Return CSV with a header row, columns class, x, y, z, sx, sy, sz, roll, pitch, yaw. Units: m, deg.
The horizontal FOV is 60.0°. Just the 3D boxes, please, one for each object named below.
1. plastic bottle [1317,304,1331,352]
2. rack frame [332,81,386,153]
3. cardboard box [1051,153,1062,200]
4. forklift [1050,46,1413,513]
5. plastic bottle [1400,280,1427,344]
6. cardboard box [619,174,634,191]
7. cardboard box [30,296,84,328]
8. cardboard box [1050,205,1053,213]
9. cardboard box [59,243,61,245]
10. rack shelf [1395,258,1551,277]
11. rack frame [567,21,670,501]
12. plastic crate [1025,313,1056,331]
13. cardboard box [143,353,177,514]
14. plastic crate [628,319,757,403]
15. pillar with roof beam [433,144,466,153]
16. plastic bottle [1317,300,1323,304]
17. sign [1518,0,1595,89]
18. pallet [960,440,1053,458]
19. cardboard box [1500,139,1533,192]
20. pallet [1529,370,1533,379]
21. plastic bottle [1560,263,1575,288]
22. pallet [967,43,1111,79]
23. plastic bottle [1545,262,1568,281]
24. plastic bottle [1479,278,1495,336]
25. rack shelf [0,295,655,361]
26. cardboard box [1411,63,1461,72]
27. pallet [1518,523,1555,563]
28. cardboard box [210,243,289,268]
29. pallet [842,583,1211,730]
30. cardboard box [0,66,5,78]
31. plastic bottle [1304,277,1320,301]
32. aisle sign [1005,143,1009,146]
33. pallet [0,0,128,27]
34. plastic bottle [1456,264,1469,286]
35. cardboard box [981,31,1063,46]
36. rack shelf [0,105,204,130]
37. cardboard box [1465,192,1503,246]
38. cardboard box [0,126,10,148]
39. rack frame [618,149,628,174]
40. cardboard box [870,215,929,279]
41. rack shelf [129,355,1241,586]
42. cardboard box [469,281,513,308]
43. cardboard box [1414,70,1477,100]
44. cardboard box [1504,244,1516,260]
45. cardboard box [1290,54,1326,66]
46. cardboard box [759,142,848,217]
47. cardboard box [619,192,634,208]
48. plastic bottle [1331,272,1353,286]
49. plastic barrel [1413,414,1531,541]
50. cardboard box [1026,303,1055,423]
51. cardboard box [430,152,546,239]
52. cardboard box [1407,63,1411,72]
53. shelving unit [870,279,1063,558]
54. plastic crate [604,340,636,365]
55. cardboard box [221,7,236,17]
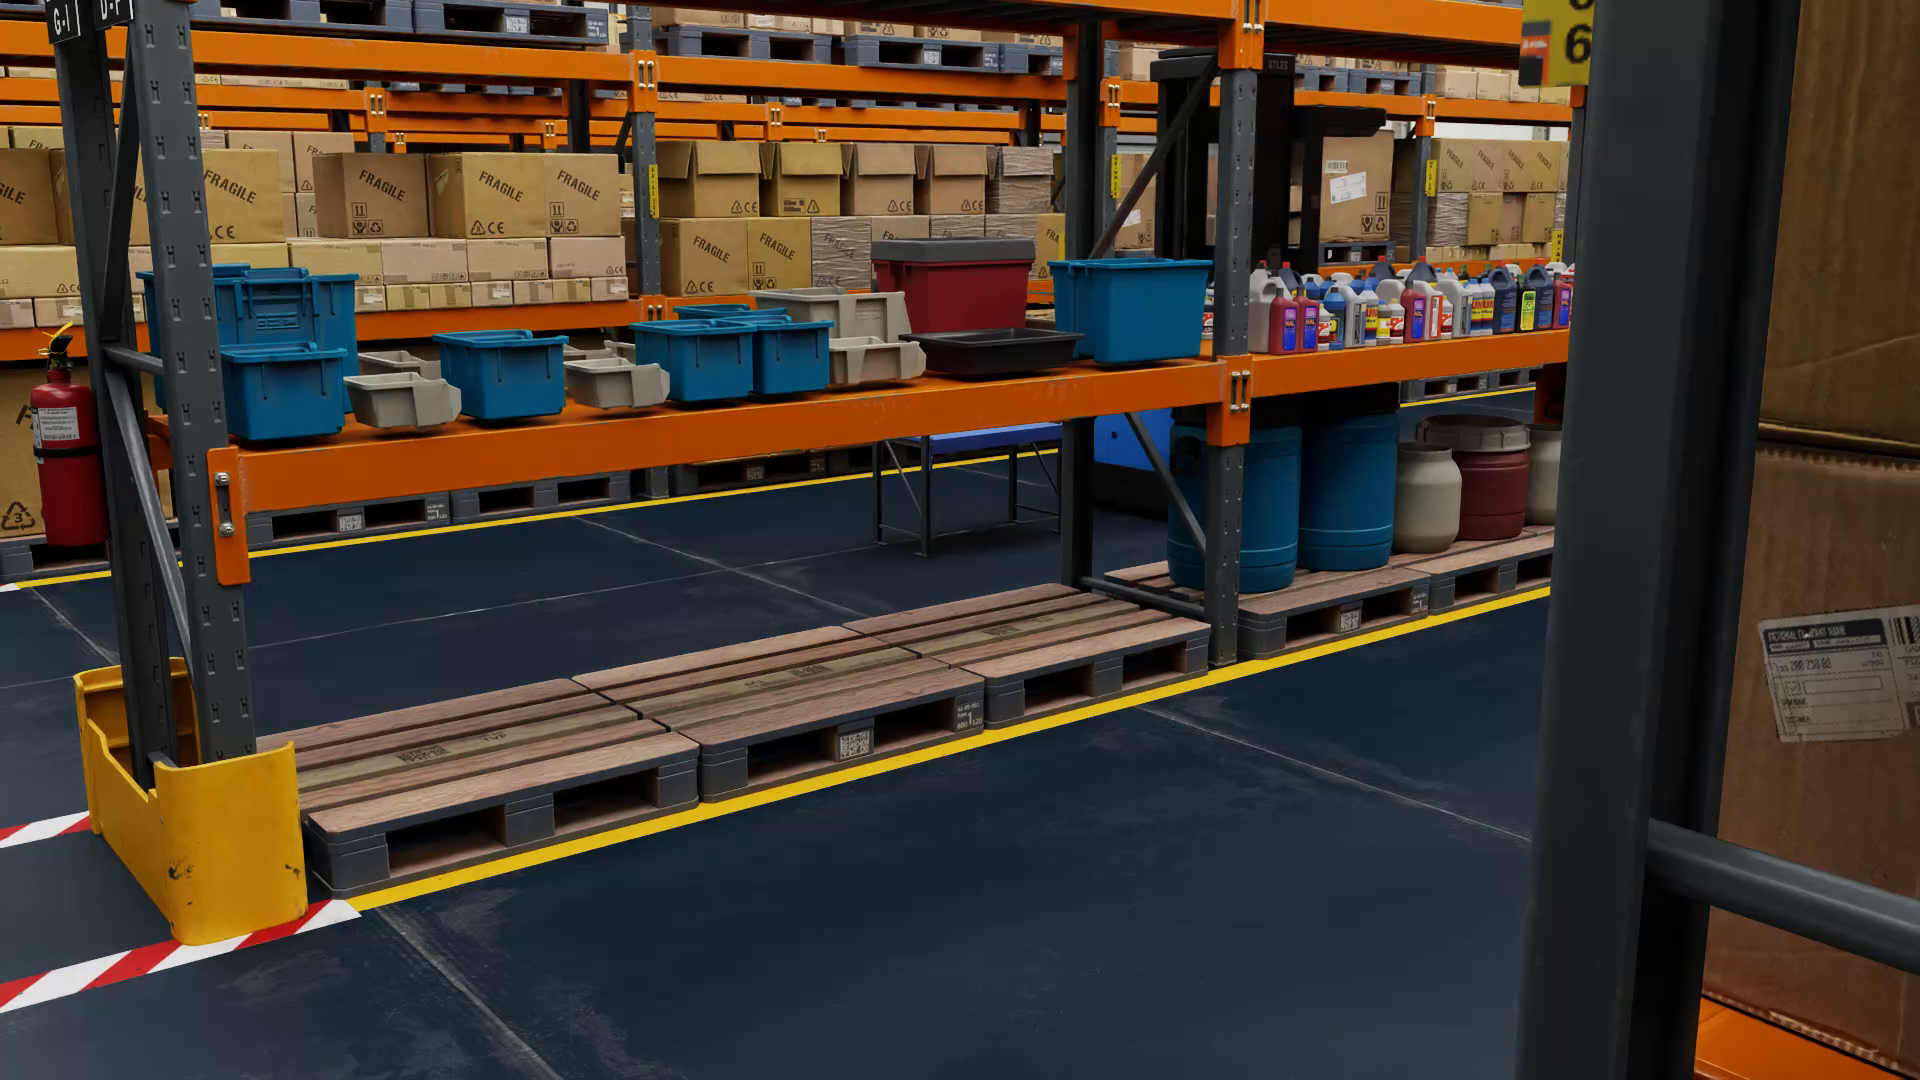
class,x,y,z,sx,sy,sz,roll,pitch,yaw
plastic bottle,1.562,-0.926,7.245,0.097,0.201,0.097,0,12,0
rack frame,-5.287,-2.630,14.794,0.127,3.000,1.000,-9,15,-38
cardboard box,1.269,-4.312,19.754,0.550,0.550,0.875,-9,15,-38
forklift,2.040,-1.800,11.047,3.031,2.935,1.130,-10,15,-39
plastic bottle,2.073,-1.046,7.614,0.133,0.283,0.061,-9,15,-38
cardboard box,-4.436,-4.429,21.295,0.500,0.500,0.500,-8,15,-35
cardboard box,-4.708,-1.197,8.648,0.250,0.149,0.380,-10,15,-38
cardboard box,0.719,-3.606,19.149,0.500,0.500,0.500,-10,15,-38
cardboard box,-4.782,-1.537,9.292,0.500,0.250,0.500,-10,15,-39
rack shelf,5.541,-2.758,17.129,4.000,0.370,1.077,-9,15,-38
rack frame,-2.267,-1.813,10.944,0.127,3.000,1.000,-9,15,-38
plastic crate,0.374,-0.872,7.006,0.243,0.136,0.396,-9,15,-38
cardboard box,-4.231,-0.674,9.685,0.875,0.875,0.875,-9,15,-38
plastic crate,-0.870,-0.587,5.431,0.300,0.233,0.416,-9,15,-38
pillar with roof beam,-5.294,-7.295,22.321,0.400,9.000,9.100,-9,15,-38
plastic bottle,1.619,-0.976,7.481,0.097,0.201,0.097,0,12,0
sign,0.464,-0.500,1.214,0.005,0.325,0.100,-9,15,-38
pallet,0.193,-0.878,13.254,1.213,0.211,1.003,-9,15,-38
cardboard box,5.270,-3.681,16.380,0.500,0.500,0.500,-9,15,-38
pallet,6.387,-1.896,18.051,1.213,0.211,1.003,-9,15,-38
plastic bottle,3.505,-1.439,9.484,0.135,0.276,0.152,-9,15,-38
pallet,0.386,-3.614,12.662,1.003,0.211,1.213,-9,15,-35
plastic bottle,3.410,-1.464,9.600,0.135,0.276,0.152,-9,15,-38
plastic bottle,2.514,-1.118,7.983,0.097,0.271,0.097,0,12,0
rack shelf,-3.829,-1.201,9.796,4.000,0.370,1.077,-9,15,-38
cardboard box,4.426,-4.432,15.458,0.250,0.149,0.380,-10,16,-39
pallet,3.361,-0.055,9.381,1.213,0.211,1.003,-9,15,-38
cardboard box,-4.051,-1.517,9.198,0.500,0.250,0.500,-10,16,-40
pallet,0.277,0.456,6.971,1.213,0.211,1.003,-9,15,-38
cardboard box,-7.486,-3.590,12.451,0.500,0.250,0.500,-9,15,-36
plastic bottle,1.704,-1.145,8.109,0.097,0.271,0.097,0,12,0
aisle sign,0.767,-6.307,25.851,0.004,0.787,0.394,-9,15,-38
pallet,-4.818,-2.816,8.658,1.213,0.211,1.003,-9,15,-38
plastic bottle,2.736,-1.368,9.129,0.133,0.283,0.061,-9,15,-38
cardboard box,0.425,-3.964,12.594,0.637,0.503,0.797,-8,15,-34
rack shelf,-10.020,-4.276,17.054,4.000,0.370,1.077,-9,15,-38
cardboard box,4.782,-3.153,16.298,0.500,0.500,0.875,-9,15,-38
cardboard box,-7.504,-2.876,12.589,0.500,0.500,0.500,-9,15,-36
rack frame,-5.315,-5.263,27.191,0.127,3.000,1.000,-9,15,-38
cardboard box,-0.569,-2.079,11.957,0.500,0.500,0.500,-9,15,-37
rack shelf,-0.735,-0.398,6.013,4.000,0.370,1.077,-9,15,-38
cardboard box,-2.903,-1.497,10.062,0.250,0.149,0.380,-9,15,-37
cardboard box,4.491,-4.262,15.616,0.500,0.250,0.500,-10,16,-40
cardboard box,5.296,-2.873,16.543,0.250,0.149,0.380,-9,15,-38
cardboard box,2.815,-4.407,14.679,0.637,0.503,0.797,-9,15,-35
cardboard box,-1.231,-2.524,11.636,0.637,0.503,0.797,-9,15,-37
cardboard box,-3.271,-3.217,15.721,0.250,0.149,0.380,-9,15,-35
plastic bottle,1.898,-1.213,8.417,0.135,0.276,0.152,-9,15,-38
plastic barrel,2.697,-0.341,8.810,0.708,0.588,0.600,-9,15,-38
cardboard box,0.304,-1.412,13.159,0.875,0.875,1.225,-10,16,-40
cardboard box,-2.853,-2.084,10.062,0.500,0.500,0.500,-9,15,-37
cardboard box,4.318,-4.549,16.008,0.250,0.149,0.380,-9,15,-37
shelving unit,0.067,-0.745,9.525,1.048,1.500,0.538,-9,15,-38
plastic crate,-1.116,-0.643,5.924,0.250,0.136,0.298,-9,15,-38
cardboard box,-6.004,-4.289,13.584,0.250,0.149,0.380,-9,15,-36
